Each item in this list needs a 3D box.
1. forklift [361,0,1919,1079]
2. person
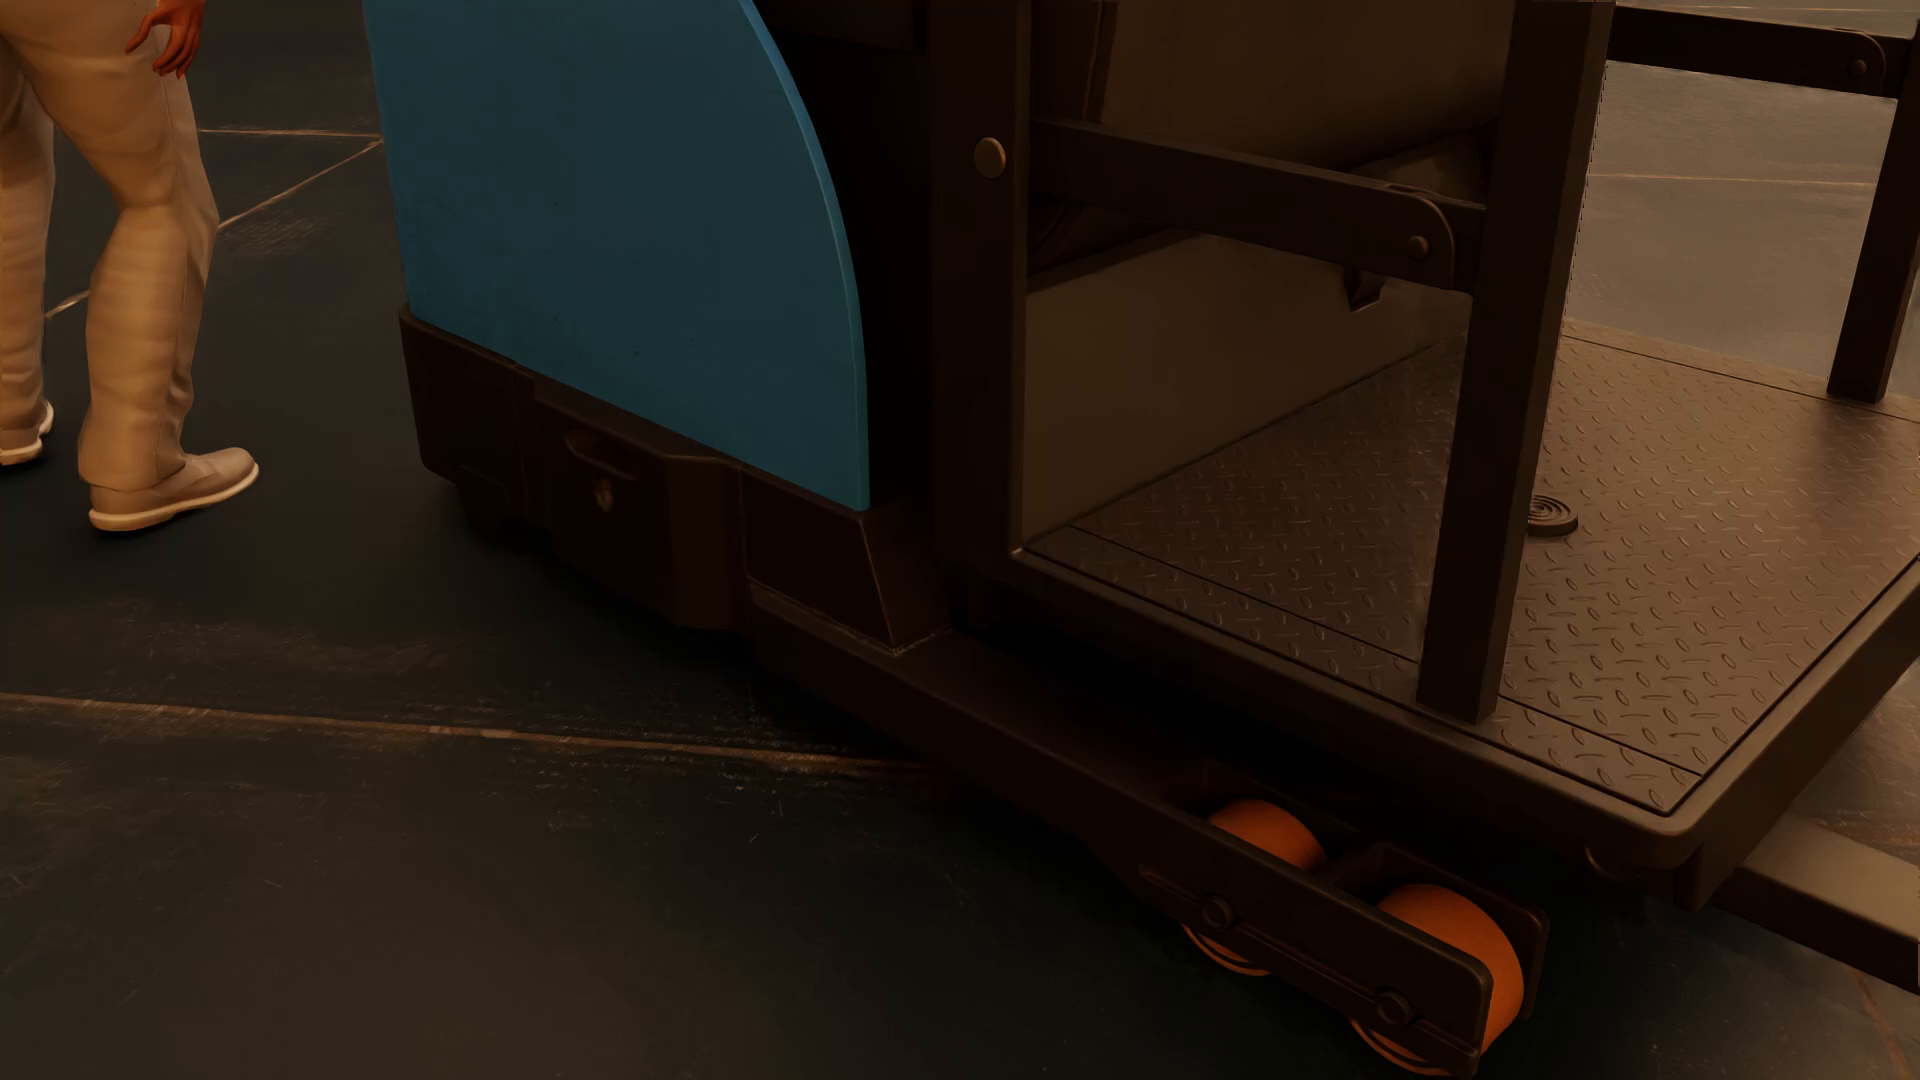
[{"bbox_3d":[0.568,-1.088,1.398,3.031,2.935,1.130,23,35,38],"label":"forklift"},{"bbox_3d":[-1.349,-0.826,2.348,0.787,1.632,0.404,8,28,16],"label":"person"}]
